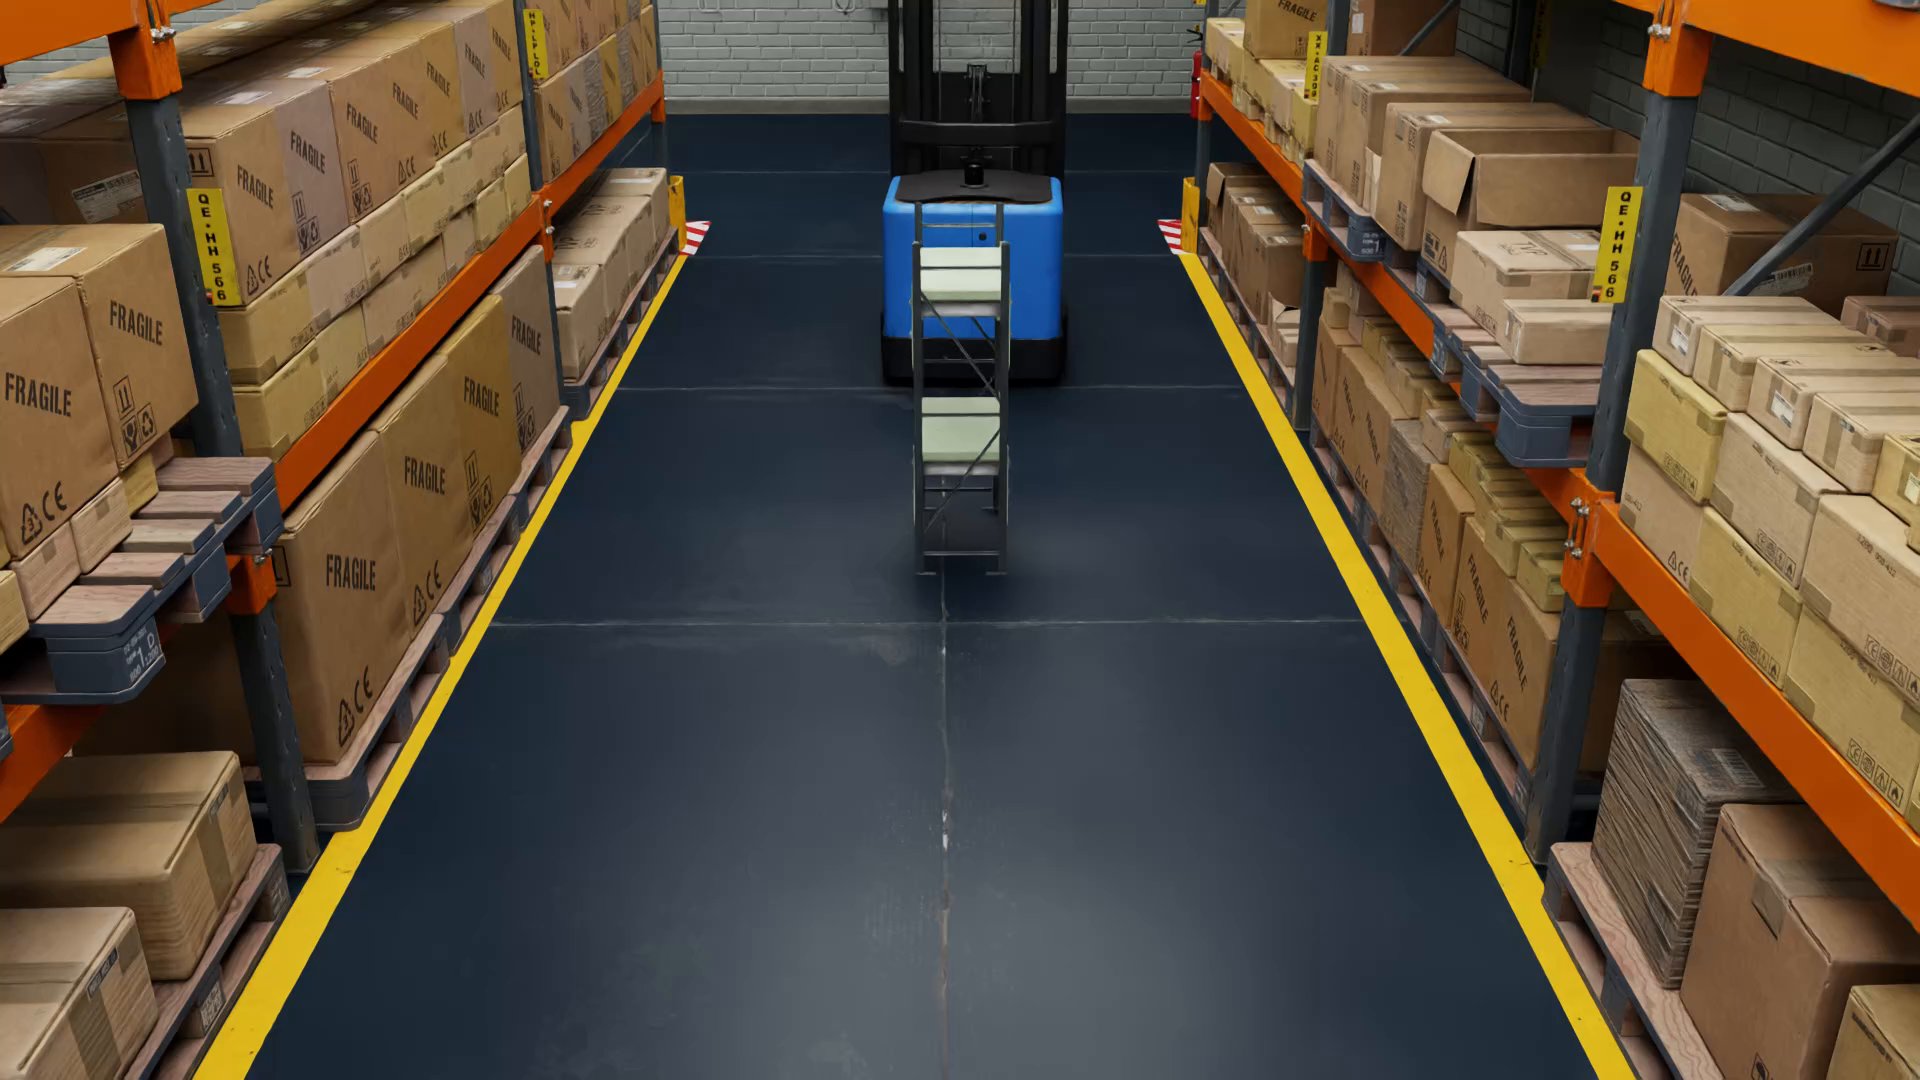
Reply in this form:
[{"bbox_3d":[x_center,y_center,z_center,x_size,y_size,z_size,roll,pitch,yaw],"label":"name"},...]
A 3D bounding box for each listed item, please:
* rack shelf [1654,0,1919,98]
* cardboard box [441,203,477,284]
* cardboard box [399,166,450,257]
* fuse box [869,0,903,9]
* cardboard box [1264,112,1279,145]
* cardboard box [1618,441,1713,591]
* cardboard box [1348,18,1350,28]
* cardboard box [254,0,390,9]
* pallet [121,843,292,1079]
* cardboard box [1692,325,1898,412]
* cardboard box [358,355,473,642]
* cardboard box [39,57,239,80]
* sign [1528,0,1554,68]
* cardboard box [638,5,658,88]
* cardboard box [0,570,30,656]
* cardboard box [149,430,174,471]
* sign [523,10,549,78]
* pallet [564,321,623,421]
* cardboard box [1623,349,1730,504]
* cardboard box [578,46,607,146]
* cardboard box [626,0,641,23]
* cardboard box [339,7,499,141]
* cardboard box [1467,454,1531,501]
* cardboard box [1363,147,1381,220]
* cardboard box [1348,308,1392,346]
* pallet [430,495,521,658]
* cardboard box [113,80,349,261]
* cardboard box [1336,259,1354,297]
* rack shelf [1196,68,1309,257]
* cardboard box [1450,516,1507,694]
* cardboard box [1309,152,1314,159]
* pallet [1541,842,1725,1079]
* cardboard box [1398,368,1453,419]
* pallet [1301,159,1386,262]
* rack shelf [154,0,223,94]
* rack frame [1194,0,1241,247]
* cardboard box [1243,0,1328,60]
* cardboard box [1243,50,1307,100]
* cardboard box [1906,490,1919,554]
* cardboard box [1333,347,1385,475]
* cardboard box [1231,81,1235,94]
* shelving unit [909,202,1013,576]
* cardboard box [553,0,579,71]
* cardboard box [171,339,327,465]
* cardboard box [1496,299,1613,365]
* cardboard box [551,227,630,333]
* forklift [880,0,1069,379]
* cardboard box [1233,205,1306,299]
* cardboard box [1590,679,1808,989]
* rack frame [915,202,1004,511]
[{"bbox_3d":[2.386,-0.545,2.549,1.077,0.370,4.000,0,24,-1],"label":"rack shelf"},{"bbox_3d":[-2.395,-1.285,7.133,0.500,0.250,0.500,-1,24,-2],"label":"cardboard box"},{"bbox_3d":[-2.348,-1.304,6.568,0.500,0.250,0.500,0,24,0],"label":"cardboard box"},{"bbox_3d":[-0.669,-5.289,17.368,0.539,1.711,0.414,0,24,-1],"label":"fuse box"},{"bbox_3d":[2.006,-2.422,9.770,0.380,0.149,0.250,-1,24,-1],"label":"cardboard box"},{"bbox_3d":[2.124,-0.078,4.465,0.500,0.250,0.500,0,24,0],"label":"cardboard box"},{"bbox_3d":[2.547,-3.506,11.683,0.500,0.250,0.500,0,24,1],"label":"cardboard box"},{"bbox_3d":[-2.926,-2.274,7.802,0.500,0.500,0.500,0,24,0],"label":"cardboard box"},{"bbox_3d":[-2.592,1.286,4.651,1.003,0.211,1.213,0,24,-1],"label":"pallet"},{"bbox_3d":[2.077,-0.429,4.150,0.380,0.149,0.250,0,24,1],"label":"cardboard box"},{"bbox_3d":[-2.529,-0.183,6.582,0.875,0.875,0.875,0,24,0],"label":"cardboard box"},{"bbox_3d":[-2.879,-1.436,5.950,0.500,0.500,0.500,0,24,-1],"label":"cardboard box"},{"bbox_3d":[2.875,-2.510,8.256,0.100,0.325,0.005,0,24,-1],"label":"sign"},{"bbox_3d":[-2.417,-3.451,11.620,0.500,0.500,0.500,0,24,0],"label":"cardboard box"},{"bbox_3d":[-2.226,0.181,3.505,0.380,0.149,0.250,0,24,0],"label":"cardboard box"},{"bbox_3d":[-2.361,-0.250,4.457,0.380,0.149,0.250,1,24,1],"label":"cardboard box"},{"bbox_3d":[-2.101,-2.453,8.225,0.100,0.325,0.005,0,24,-1],"label":"sign"},{"bbox_3d":[-2.573,-0.998,9.701,1.003,0.211,1.213,0,24,-1],"label":"pallet"},{"bbox_3d":[2.099,-0.306,4.362,0.500,0.250,0.500,0,24,-1],"label":"cardboard box"},{"bbox_3d":[-2.387,-2.607,9.754,0.500,0.500,0.500,0,24,0],"label":"cardboard box"},{"bbox_3d":[-2.408,-3.692,10.938,0.500,0.500,0.500,0,24,0],"label":"cardboard box"},{"bbox_3d":[-2.374,-2.060,7.330,0.500,0.500,0.500,0,24,0],"label":"cardboard box"},{"bbox_3d":[2.155,-0.211,6.313,0.380,0.149,0.250,0,24,1],"label":"cardboard box"},{"bbox_3d":[1.952,-1.535,7.157,0.396,0.266,0.258,1,24,2],"label":"cardboard box"},{"bbox_3d":[2.138,-1.064,8.199,0.380,0.149,0.250,-1,24,-2],"label":"cardboard box"},{"bbox_3d":[-2.543,0.137,7.191,1.003,0.211,1.213,0,24,-1],"label":"pallet"},{"bbox_3d":[-2.375,-1.217,5.465,0.500,0.500,0.500,0,24,0],"label":"cardboard box"},{"bbox_3d":[2.119,-1.314,8.390,0.380,0.149,0.250,-1,24,-1],"label":"cardboard box"},{"bbox_3d":[2.298,-2.475,10.456,1.077,0.370,4.000,0,24,-1],"label":"rack shelf"},{"bbox_3d":[2.149,0.237,6.109,0.500,0.500,0.500,-1,24,-1],"label":"cardboard box"},{"bbox_3d":[2.064,-1.995,8.825,0.380,0.149,0.250,0,24,0],"label":"cardboard box"},{"bbox_3d":[2.334,1.279,4.665,1.003,0.211,1.213,0,24,-1],"label":"pallet"},{"bbox_3d":[2.135,-0.640,7.262,0.380,0.149,0.250,1,24,1],"label":"cardboard box"},{"bbox_3d":[2.220,-1.562,7.796,1.003,0.211,1.213,0,24,-1],"label":"pallet"},{"bbox_3d":[-2.621,-2.170,6.141,1.077,0.370,4.000,0,24,-1],"label":"rack shelf"},{"bbox_3d":[2.277,-3.627,12.130,1.000,3.000,0.127,0,24,-1],"label":"rack frame"},{"bbox_3d":[2.029,-3.230,10.162,0.500,0.500,0.500,0,24,1],"label":"cardboard box"},{"bbox_3d":[2.054,-2.879,10.296,0.500,0.250,0.500,-1,24,-2],"label":"cardboard box"},{"bbox_3d":[2.097,-0.007,3.218,0.380,0.149,0.250,0,24,1],"label":"cardboard box"},{"bbox_3d":[2.116,-0.612,7.986,0.500,0.500,0.500,-1,24,-1],"label":"cardboard box"},{"bbox_3d":[2.034,-3.059,11.178,0.380,0.149,0.250,0,24,1],"label":"cardboard box"},{"bbox_3d":[0.000,-0.681,7.435,0.431,1.500,0.755,0,24,-1],"label":"shelving unit"},{"bbox_3d":[-2.405,-2.862,9.103,0.500,0.500,0.500,-1,24,-1],"label":"cardboard box"},{"bbox_3d":[-2.353,-0.441,5.268,0.500,0.250,0.500,-1,24,-1],"label":"cardboard box"},{"bbox_3d":[1.973,-0.676,5.401,0.380,0.149,0.250,0,24,0],"label":"cardboard box"},{"bbox_3d":[-2.553,-1.607,10.263,0.875,0.438,0.875,-1,24,-2],"label":"cardboard box"},{"bbox_3d":[0.118,-2.831,10.452,1.130,2.935,3.031,1,24,2],"label":"forklift"},{"bbox_3d":[2.065,-1.856,10.738,0.500,0.500,0.500,0,24,0],"label":"cardboard box"},{"bbox_3d":[2.357,0.817,4.675,0.875,0.625,0.625,1,24,1],"label":"cardboard box"},{"bbox_3d":[-0.004,-0.831,7.768,0.400,1.500,0.023,0,24,-1],"label":"rack frame"}]
